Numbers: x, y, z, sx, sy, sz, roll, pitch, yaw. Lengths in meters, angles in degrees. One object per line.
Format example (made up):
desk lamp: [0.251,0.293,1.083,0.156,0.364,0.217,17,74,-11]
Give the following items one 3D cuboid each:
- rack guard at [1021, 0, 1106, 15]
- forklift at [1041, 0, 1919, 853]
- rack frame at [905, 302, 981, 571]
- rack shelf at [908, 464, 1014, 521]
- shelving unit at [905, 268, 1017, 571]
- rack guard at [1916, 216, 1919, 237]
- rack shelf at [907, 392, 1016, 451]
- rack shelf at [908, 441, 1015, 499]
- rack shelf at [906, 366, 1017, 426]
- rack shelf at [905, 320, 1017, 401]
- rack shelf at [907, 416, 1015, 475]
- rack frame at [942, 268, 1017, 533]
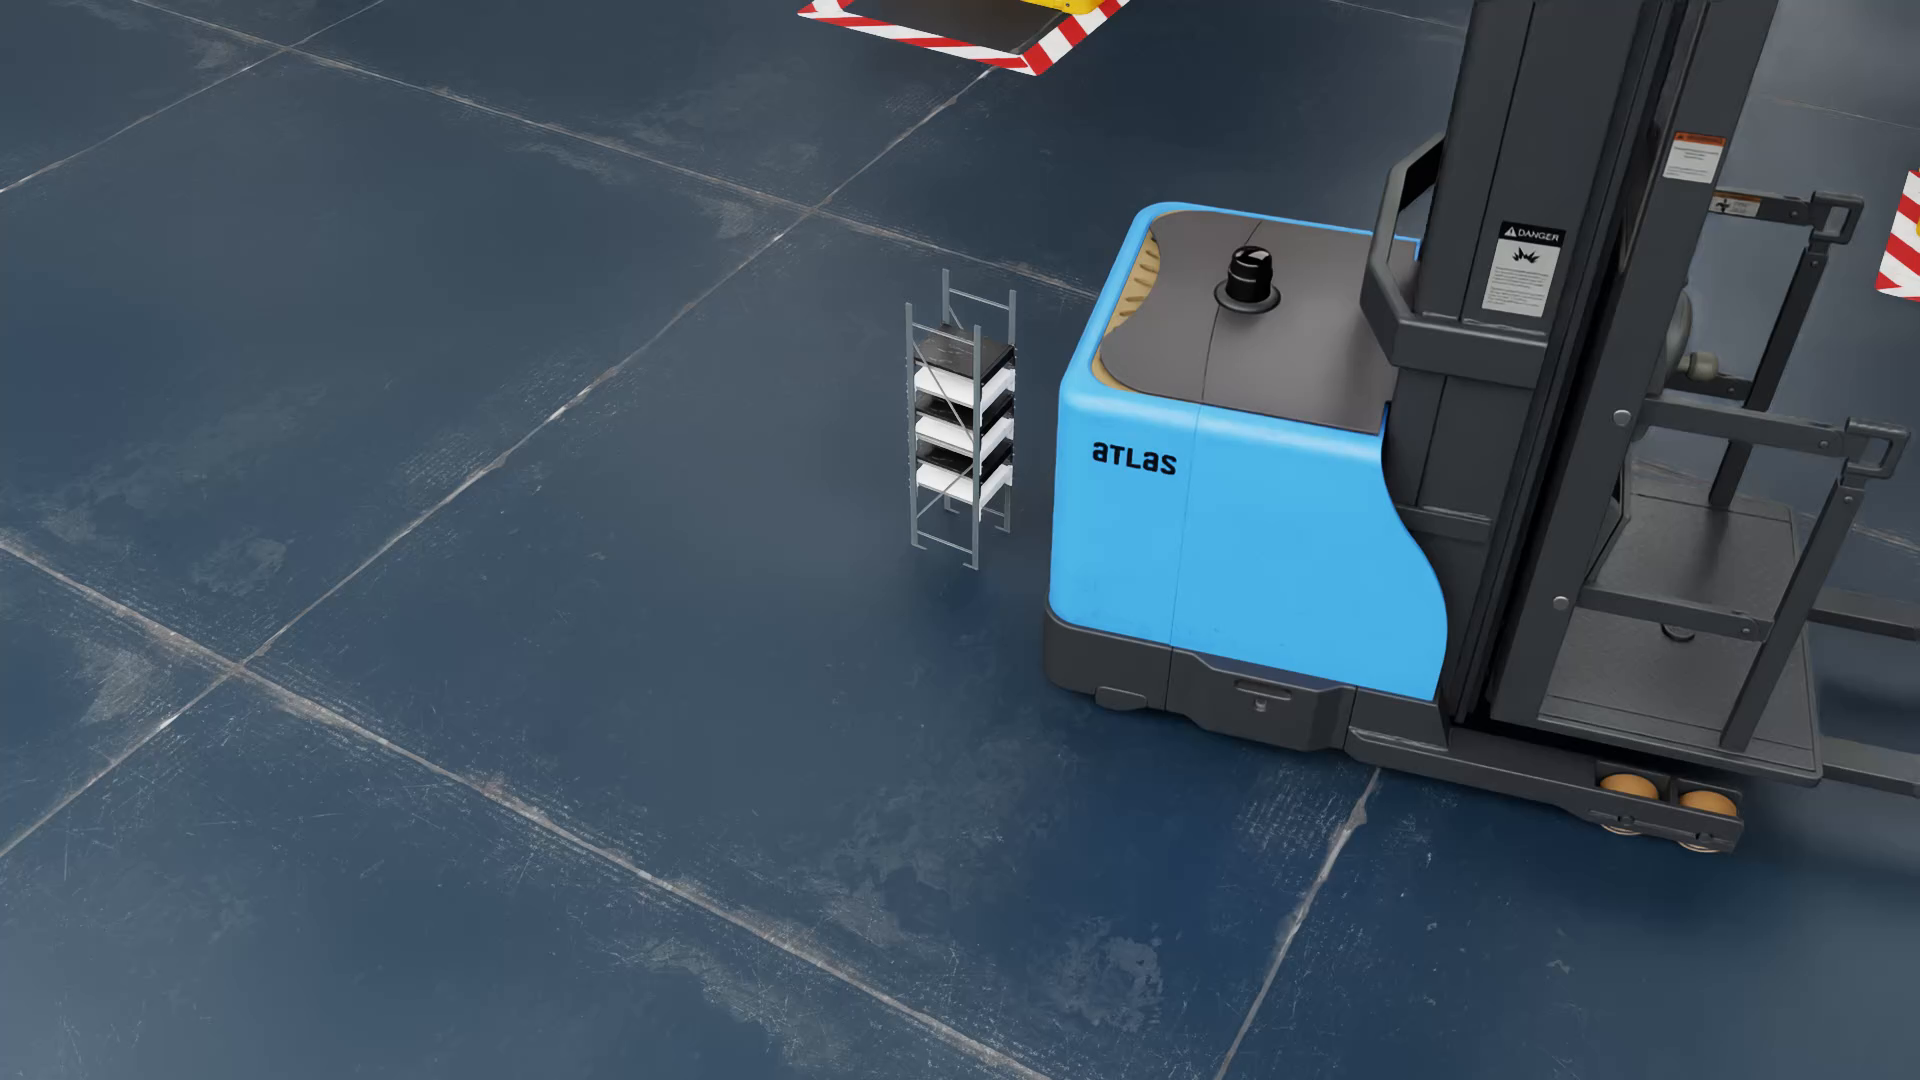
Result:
rack guard: [0.193,-3.048,8.333,1.175,0.500,0.348,21,45,22]
forklift: [1.807,-0.682,3.807,3.031,2.935,1.130,12,43,13]
rack frame: [-0.047,-0.284,4.892,0.240,0.900,0.006,21,45,22]
rack shelf: [0.004,-0.182,5.099,0.258,0.077,0.200,21,45,22]
shelving unit: [0.004,-0.342,4.958,0.258,0.900,0.210,21,45,22]
rack guard: [4.387,-1.292,6.339,1.175,0.500,0.348,21,45,22]
rack shelf: [0.004,-0.385,4.920,0.258,0.077,0.200,21,45,22]
rack shelf: [0.004,-0.250,5.039,0.258,0.077,0.200,21,45,22]
rack shelf: [0.004,-0.452,4.861,0.258,0.077,0.200,21,45,22]
rack shelf: [0.004,-0.520,4.801,0.258,0.077,0.200,21,45,22]
rack shelf: [0.004,-0.317,4.980,0.258,0.077,0.200,21,45,22]
rack frame: [0.055,-0.401,5.024,0.240,0.900,0.006,21,45,22]
